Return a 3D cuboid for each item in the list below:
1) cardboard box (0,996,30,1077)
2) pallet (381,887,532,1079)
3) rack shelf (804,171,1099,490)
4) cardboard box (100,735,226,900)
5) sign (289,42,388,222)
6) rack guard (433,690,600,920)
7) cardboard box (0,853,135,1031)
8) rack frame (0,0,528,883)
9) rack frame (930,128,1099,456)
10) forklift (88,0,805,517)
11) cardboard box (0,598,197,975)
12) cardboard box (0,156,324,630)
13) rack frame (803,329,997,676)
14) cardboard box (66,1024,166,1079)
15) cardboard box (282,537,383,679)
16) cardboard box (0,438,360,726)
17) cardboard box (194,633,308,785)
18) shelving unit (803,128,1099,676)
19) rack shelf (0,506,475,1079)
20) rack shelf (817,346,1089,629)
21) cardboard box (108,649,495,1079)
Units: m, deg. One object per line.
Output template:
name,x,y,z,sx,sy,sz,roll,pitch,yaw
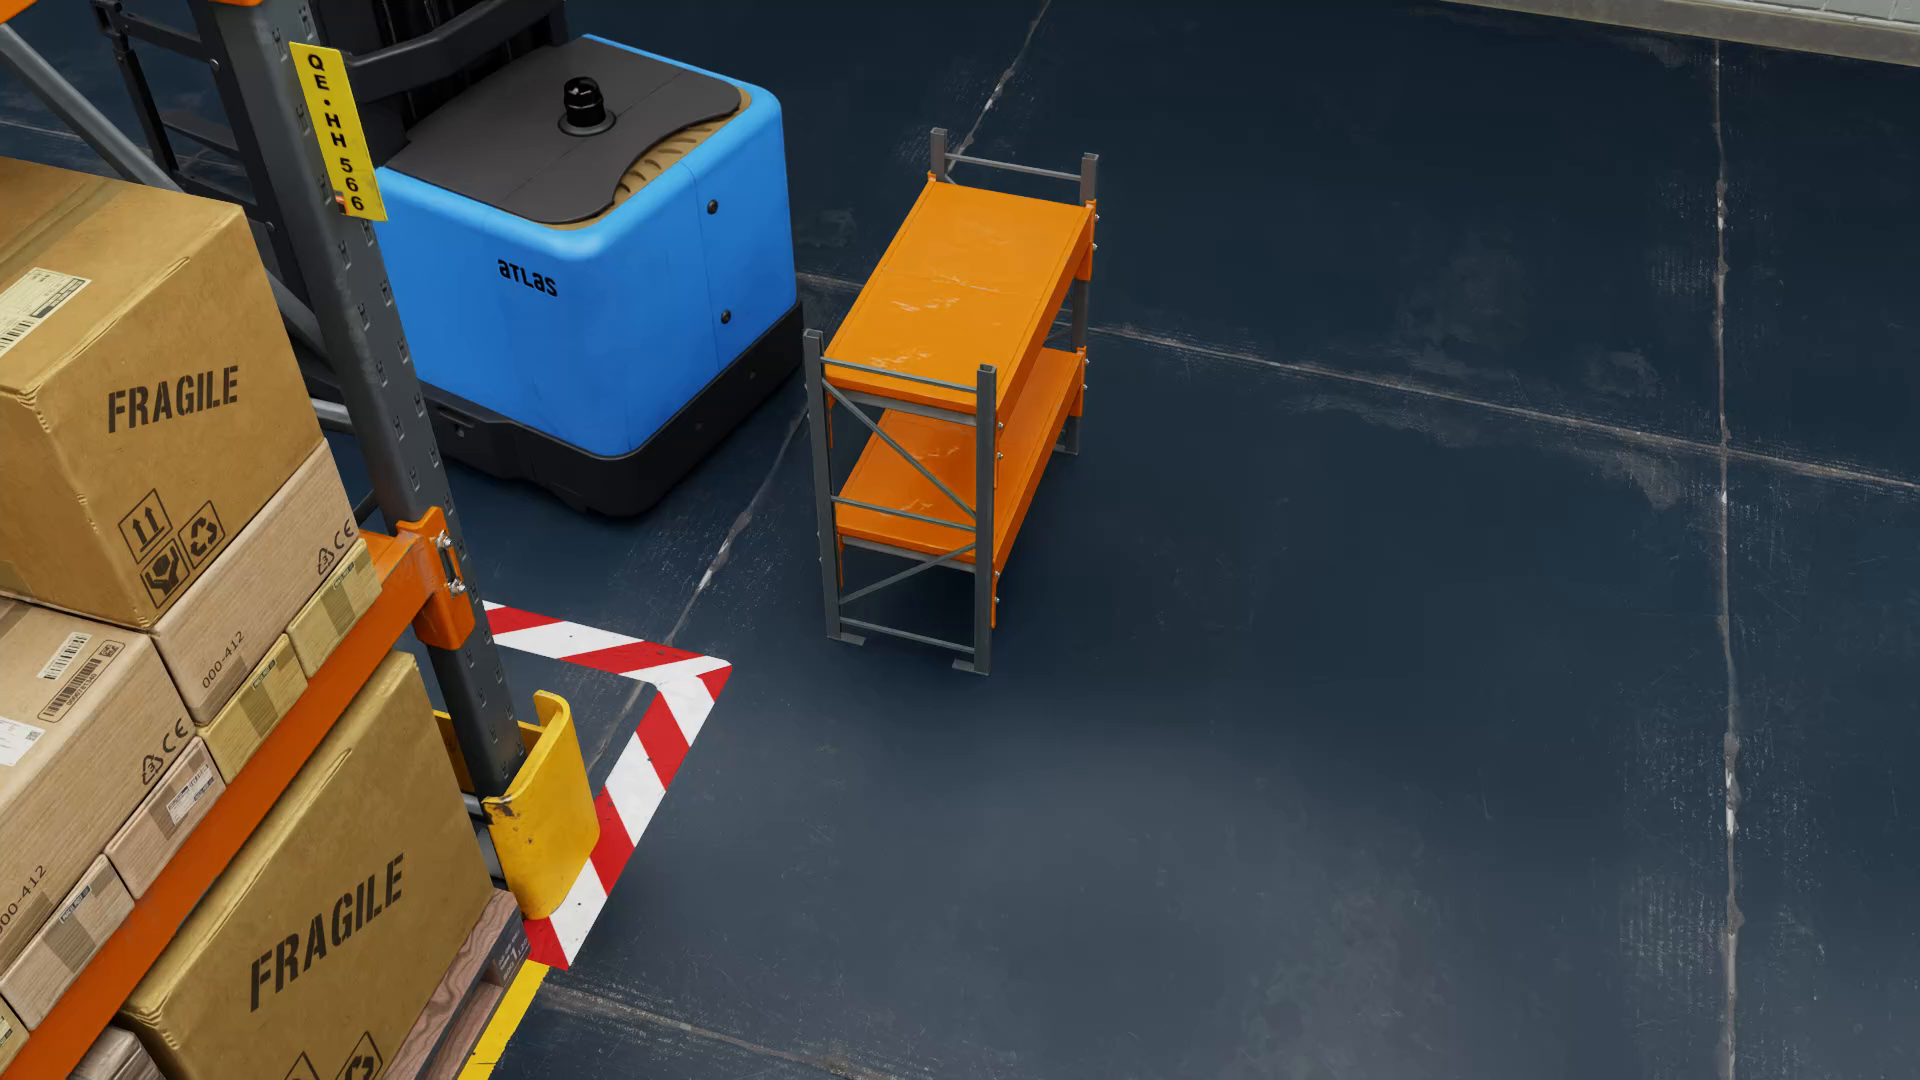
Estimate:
cardboard box,-1.664,0.769,2.499,0.380,0.149,0.250,12,46,12
pallet,-1.730,1.237,3.835,1.003,0.211,1.213,13,46,13
rack shelf,0.002,-0.616,4.656,0.538,0.278,1.000,13,46,13
cardboard box,-1.511,0.429,2.846,0.380,0.149,0.250,13,46,13
sign,-1.049,-0.683,2.806,0.100,0.325,0.005,13,46,13
rack guard,-1.555,0.568,4.312,1.175,0.500,0.348,13,46,13
cardboard box,-1.587,0.596,2.676,0.380,0.149,0.250,13,46,13
rack frame,-1.562,-0.309,3.421,1.000,3.000,0.127,13,46,13
rack frame,0.156,-0.745,5.207,0.500,1.125,0.032,13,46,13
forklift,-2.071,-1.892,5.088,3.031,2.935,1.130,22,49,21
cardboard box,-1.610,0.356,2.637,0.500,0.250,0.500,12,46,12
cardboard box,-1.459,-0.249,2.718,0.500,0.500,0.500,13,46,13
rack frame,-0.152,-0.068,4.515,0.500,1.125,0.032,13,46,13
cardboard box,-1.955,1.350,2.944,0.875,0.875,0.875,13,46,13
cardboard box,-1.356,0.088,3.195,0.380,0.149,0.250,13,46,13
cardboard box,-1.456,0.018,2.982,0.500,0.250,0.500,12,46,12
cardboard box,-1.433,0.262,3.018,0.380,0.149,0.250,13,46,13
shelving unit,0.002,-0.407,4.861,0.538,1.125,1.048,13,46,13
rack shelf,-2.168,1.281,2.310,1.077,0.370,4.000,13,46,13
rack shelf,0.002,-0.232,5.032,0.538,0.278,1.000,13,46,13
cardboard box,-1.680,0.744,3.564,0.875,0.875,0.875,13,46,13
